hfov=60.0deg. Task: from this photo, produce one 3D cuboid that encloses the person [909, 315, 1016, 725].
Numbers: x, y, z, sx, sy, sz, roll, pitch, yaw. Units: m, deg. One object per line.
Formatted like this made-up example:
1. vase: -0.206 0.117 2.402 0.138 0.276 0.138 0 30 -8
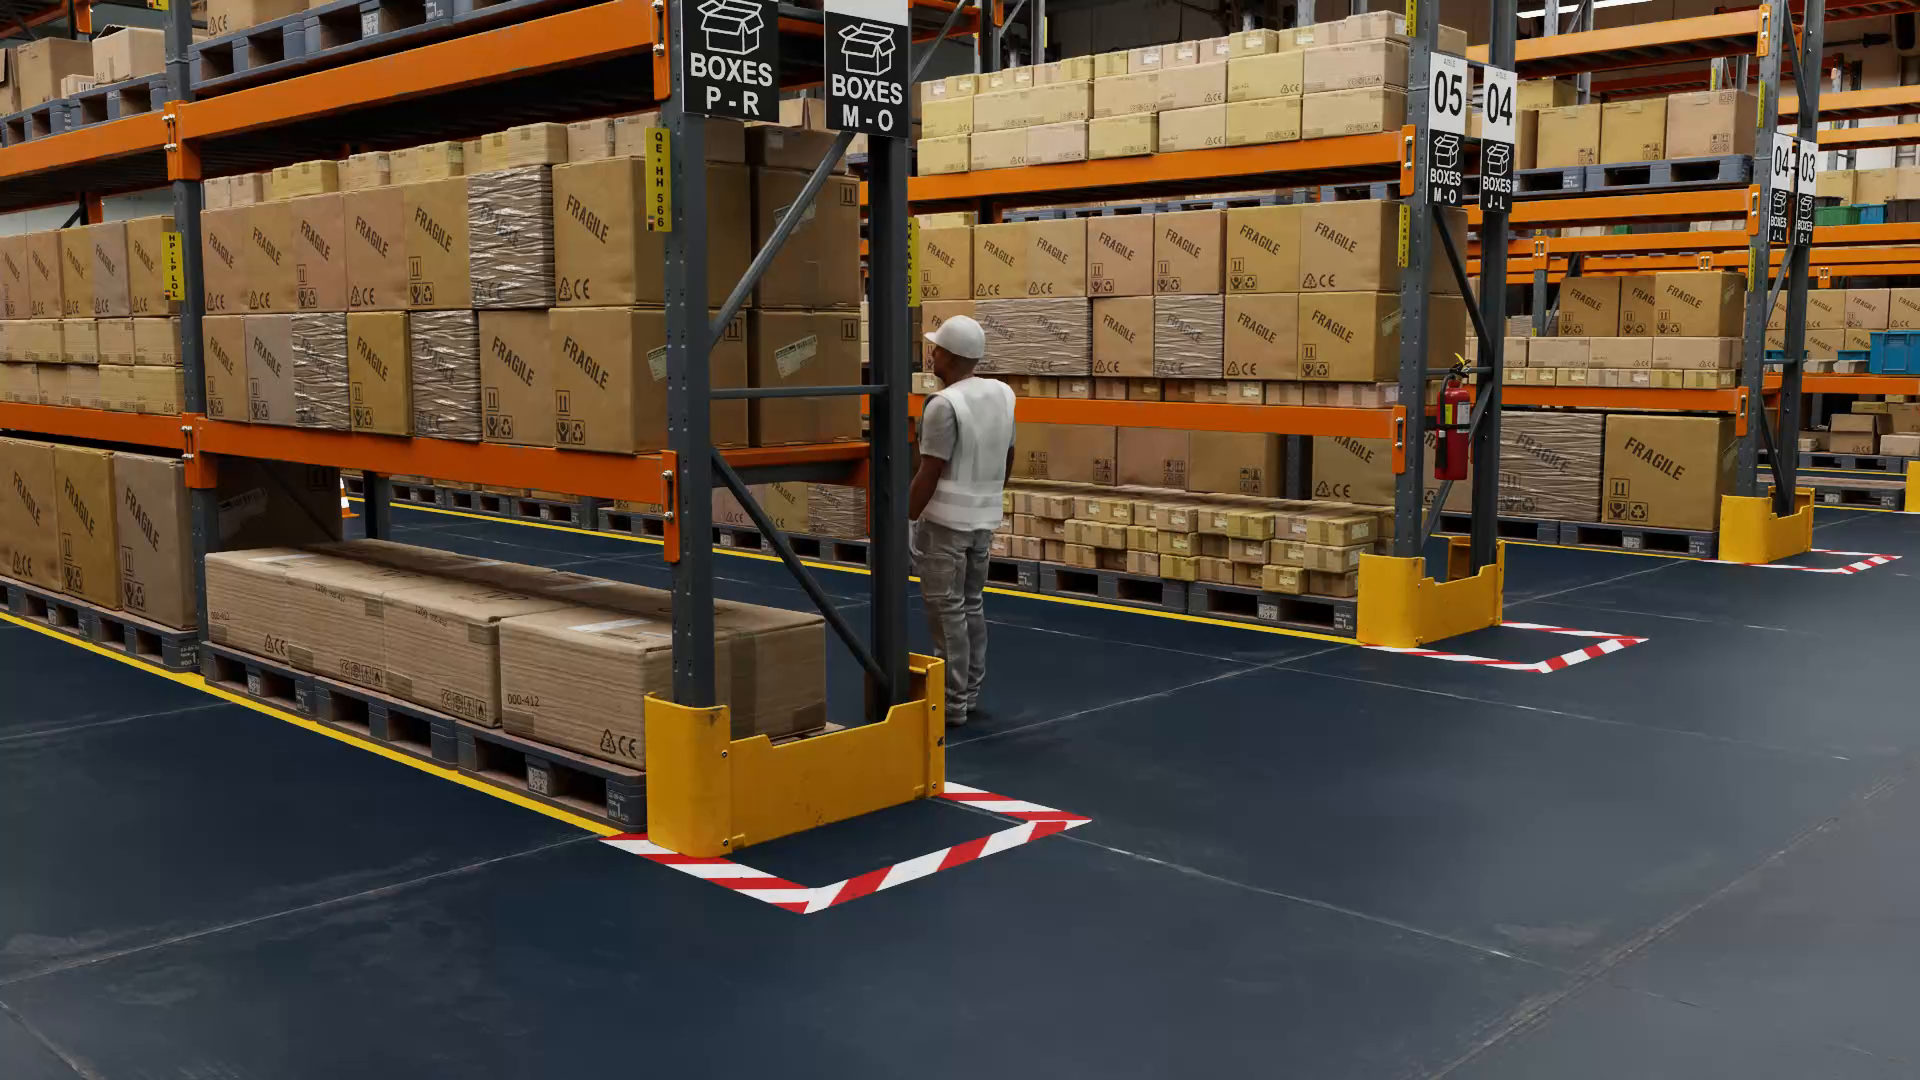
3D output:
1. person: -0.077 -0.085 7.297 0.576 1.783 0.656 5 9 36
